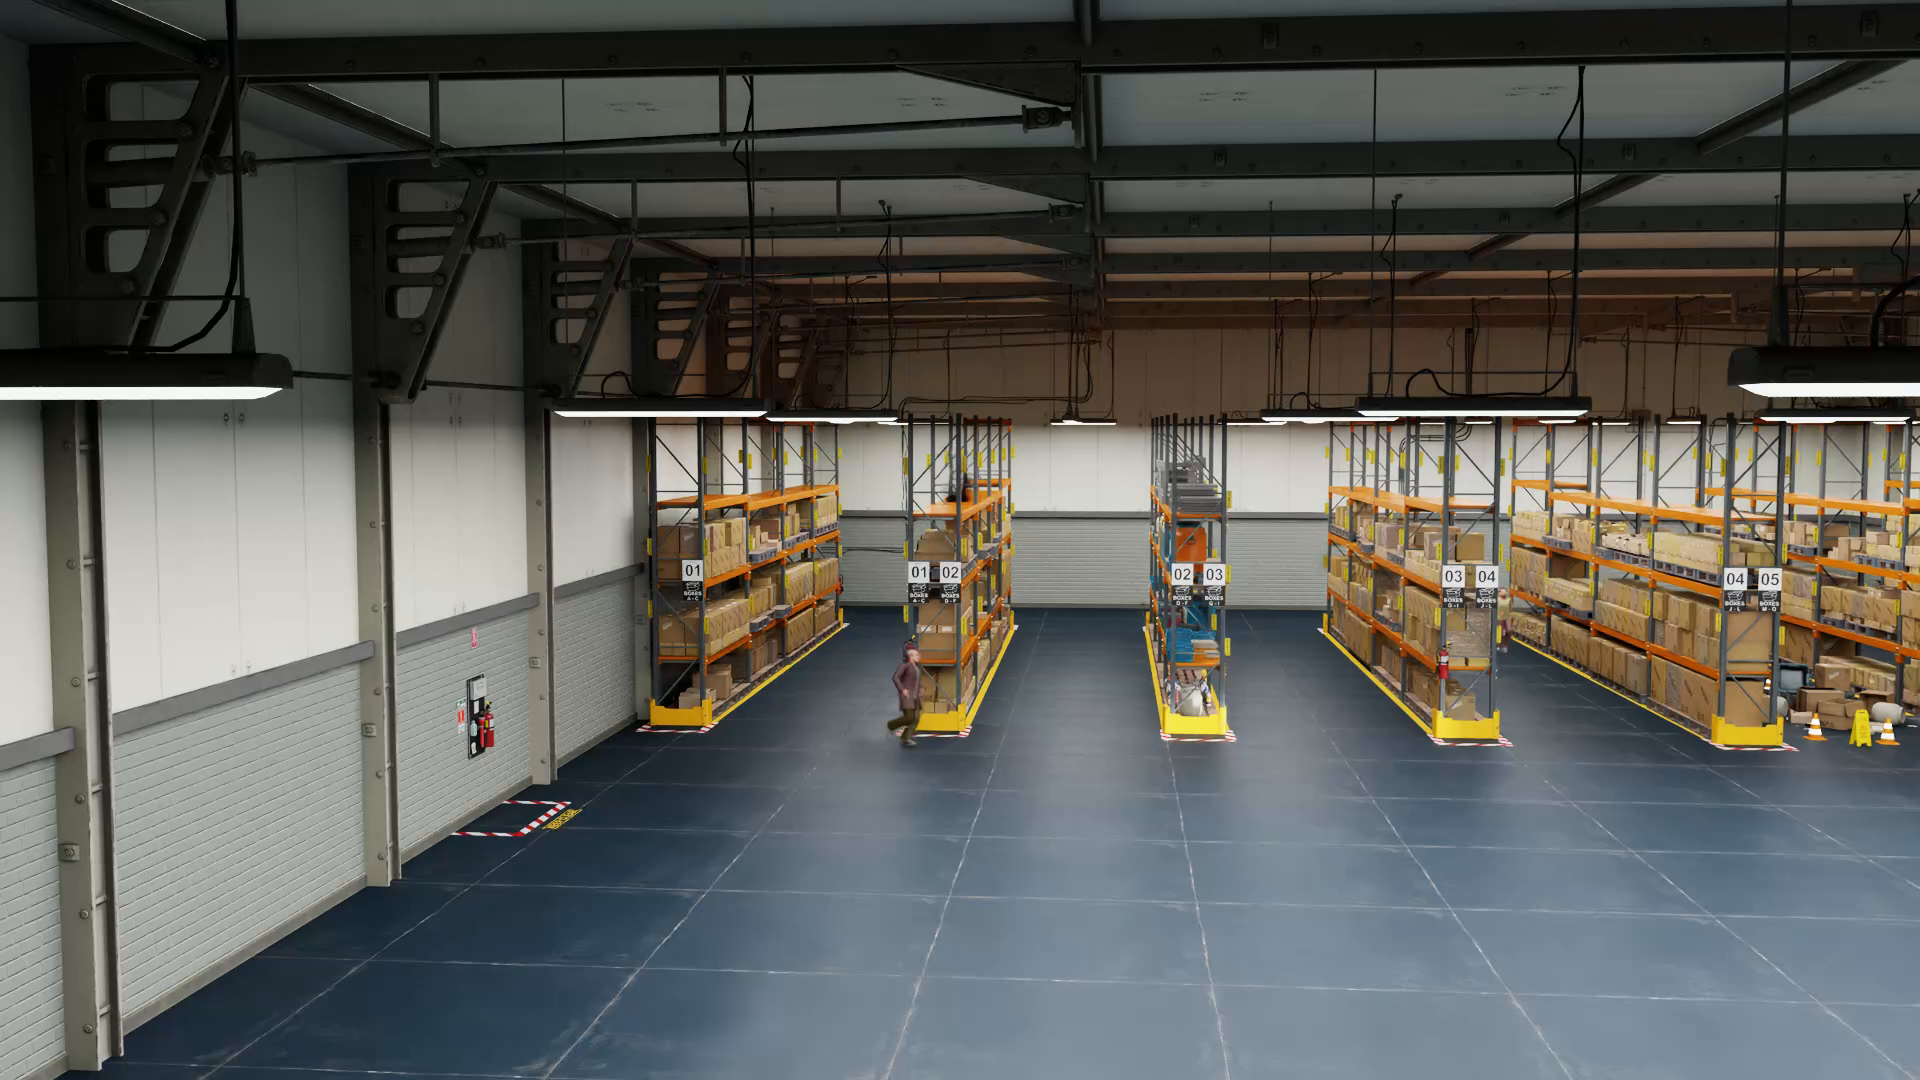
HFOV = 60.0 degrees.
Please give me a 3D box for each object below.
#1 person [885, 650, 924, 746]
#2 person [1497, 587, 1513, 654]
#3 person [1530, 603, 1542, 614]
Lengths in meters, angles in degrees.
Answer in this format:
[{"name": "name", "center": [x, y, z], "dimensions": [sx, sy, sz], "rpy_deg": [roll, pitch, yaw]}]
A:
[{"name": "person", "center": [-0.950, 2.842, 30.249], "dimensions": [0.686, 1.696, 0.754], "rpy_deg": [2, 5, 33]}, {"name": "person", "center": [13.856, 2.055, 42.429], "dimensions": [0.534, 1.668, 0.702], "rpy_deg": [1, 4, 8]}, {"name": "person", "center": [16.469, 1.697, 47.384], "dimensions": [0.767, 1.669, 0.629], "rpy_deg": [-3, 5, -41]}]
